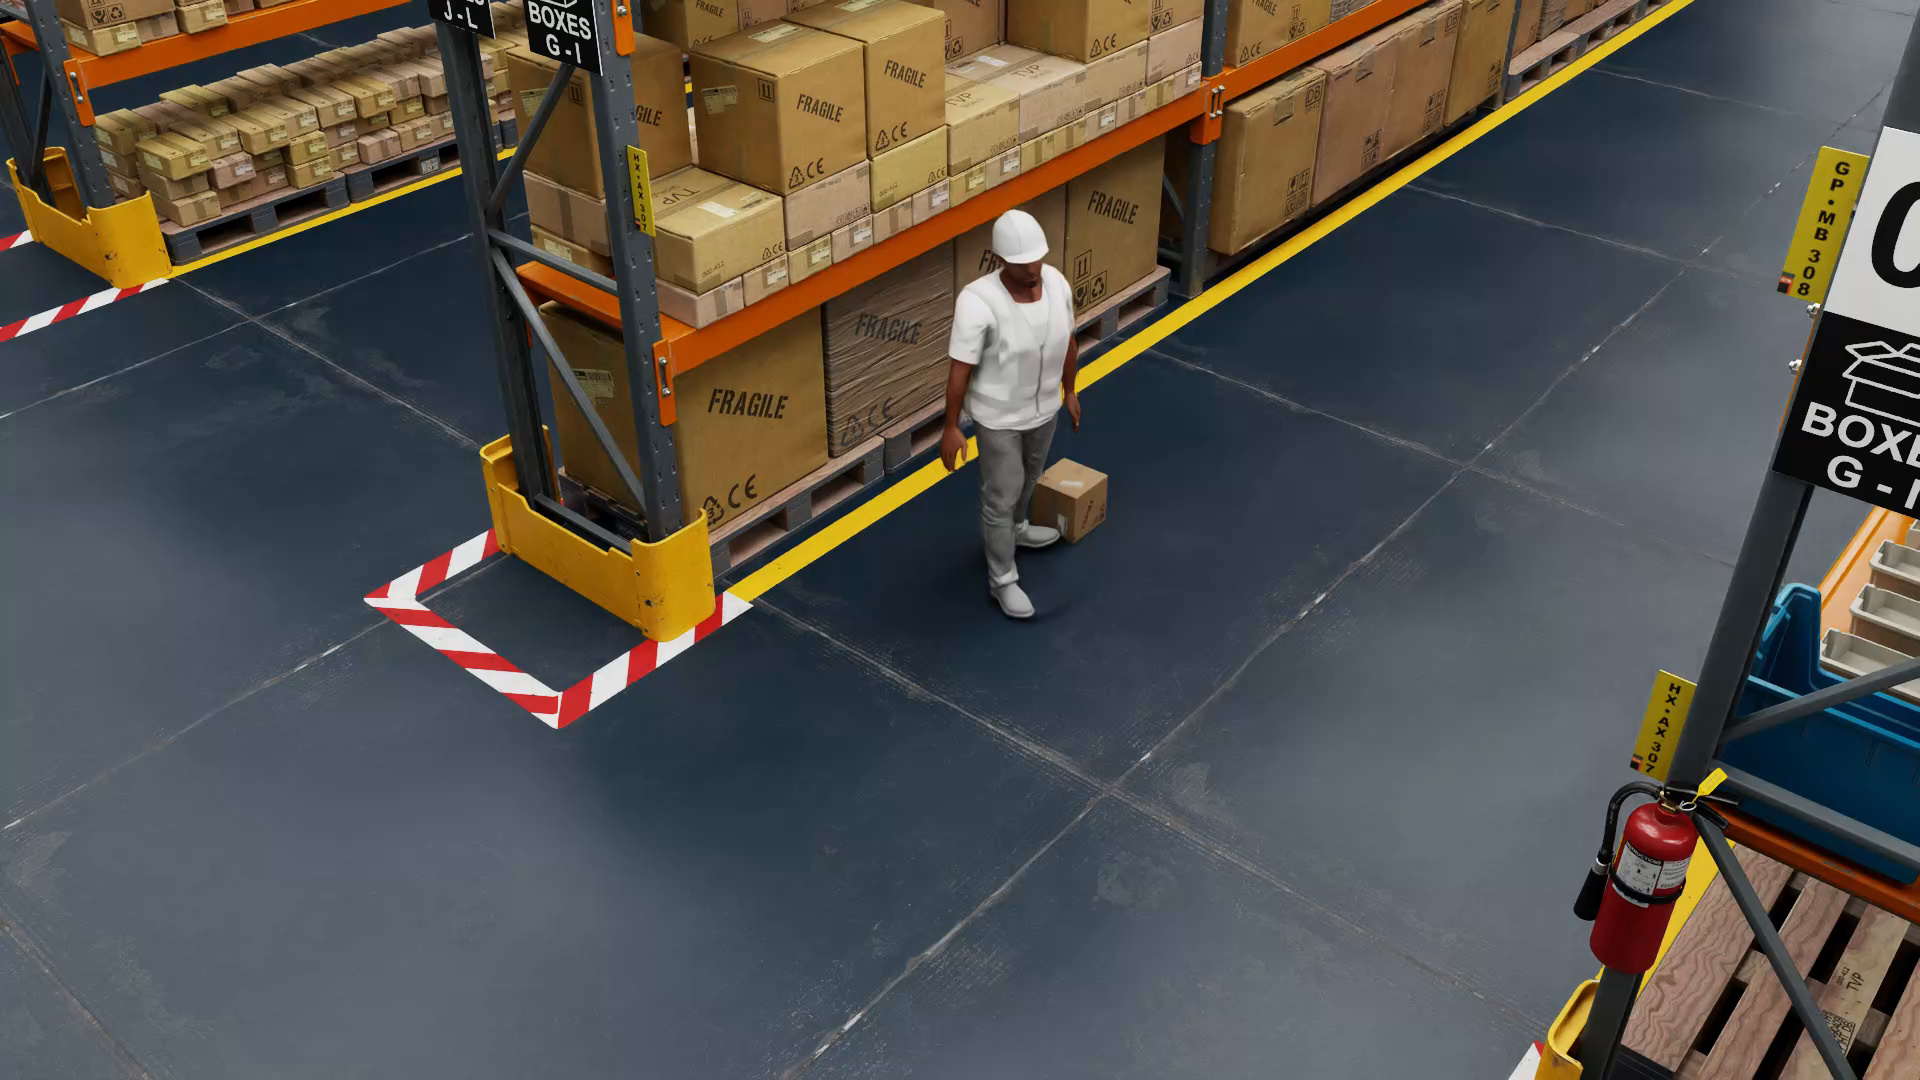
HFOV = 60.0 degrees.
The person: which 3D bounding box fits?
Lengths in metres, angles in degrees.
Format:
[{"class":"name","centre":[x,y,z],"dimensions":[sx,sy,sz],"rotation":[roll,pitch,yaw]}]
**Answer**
[{"class":"person","centre":[0.230,-0.537,6.890],"dimensions":[0.736,1.767,0.573],"rotation":[-25,42,-31]}]
